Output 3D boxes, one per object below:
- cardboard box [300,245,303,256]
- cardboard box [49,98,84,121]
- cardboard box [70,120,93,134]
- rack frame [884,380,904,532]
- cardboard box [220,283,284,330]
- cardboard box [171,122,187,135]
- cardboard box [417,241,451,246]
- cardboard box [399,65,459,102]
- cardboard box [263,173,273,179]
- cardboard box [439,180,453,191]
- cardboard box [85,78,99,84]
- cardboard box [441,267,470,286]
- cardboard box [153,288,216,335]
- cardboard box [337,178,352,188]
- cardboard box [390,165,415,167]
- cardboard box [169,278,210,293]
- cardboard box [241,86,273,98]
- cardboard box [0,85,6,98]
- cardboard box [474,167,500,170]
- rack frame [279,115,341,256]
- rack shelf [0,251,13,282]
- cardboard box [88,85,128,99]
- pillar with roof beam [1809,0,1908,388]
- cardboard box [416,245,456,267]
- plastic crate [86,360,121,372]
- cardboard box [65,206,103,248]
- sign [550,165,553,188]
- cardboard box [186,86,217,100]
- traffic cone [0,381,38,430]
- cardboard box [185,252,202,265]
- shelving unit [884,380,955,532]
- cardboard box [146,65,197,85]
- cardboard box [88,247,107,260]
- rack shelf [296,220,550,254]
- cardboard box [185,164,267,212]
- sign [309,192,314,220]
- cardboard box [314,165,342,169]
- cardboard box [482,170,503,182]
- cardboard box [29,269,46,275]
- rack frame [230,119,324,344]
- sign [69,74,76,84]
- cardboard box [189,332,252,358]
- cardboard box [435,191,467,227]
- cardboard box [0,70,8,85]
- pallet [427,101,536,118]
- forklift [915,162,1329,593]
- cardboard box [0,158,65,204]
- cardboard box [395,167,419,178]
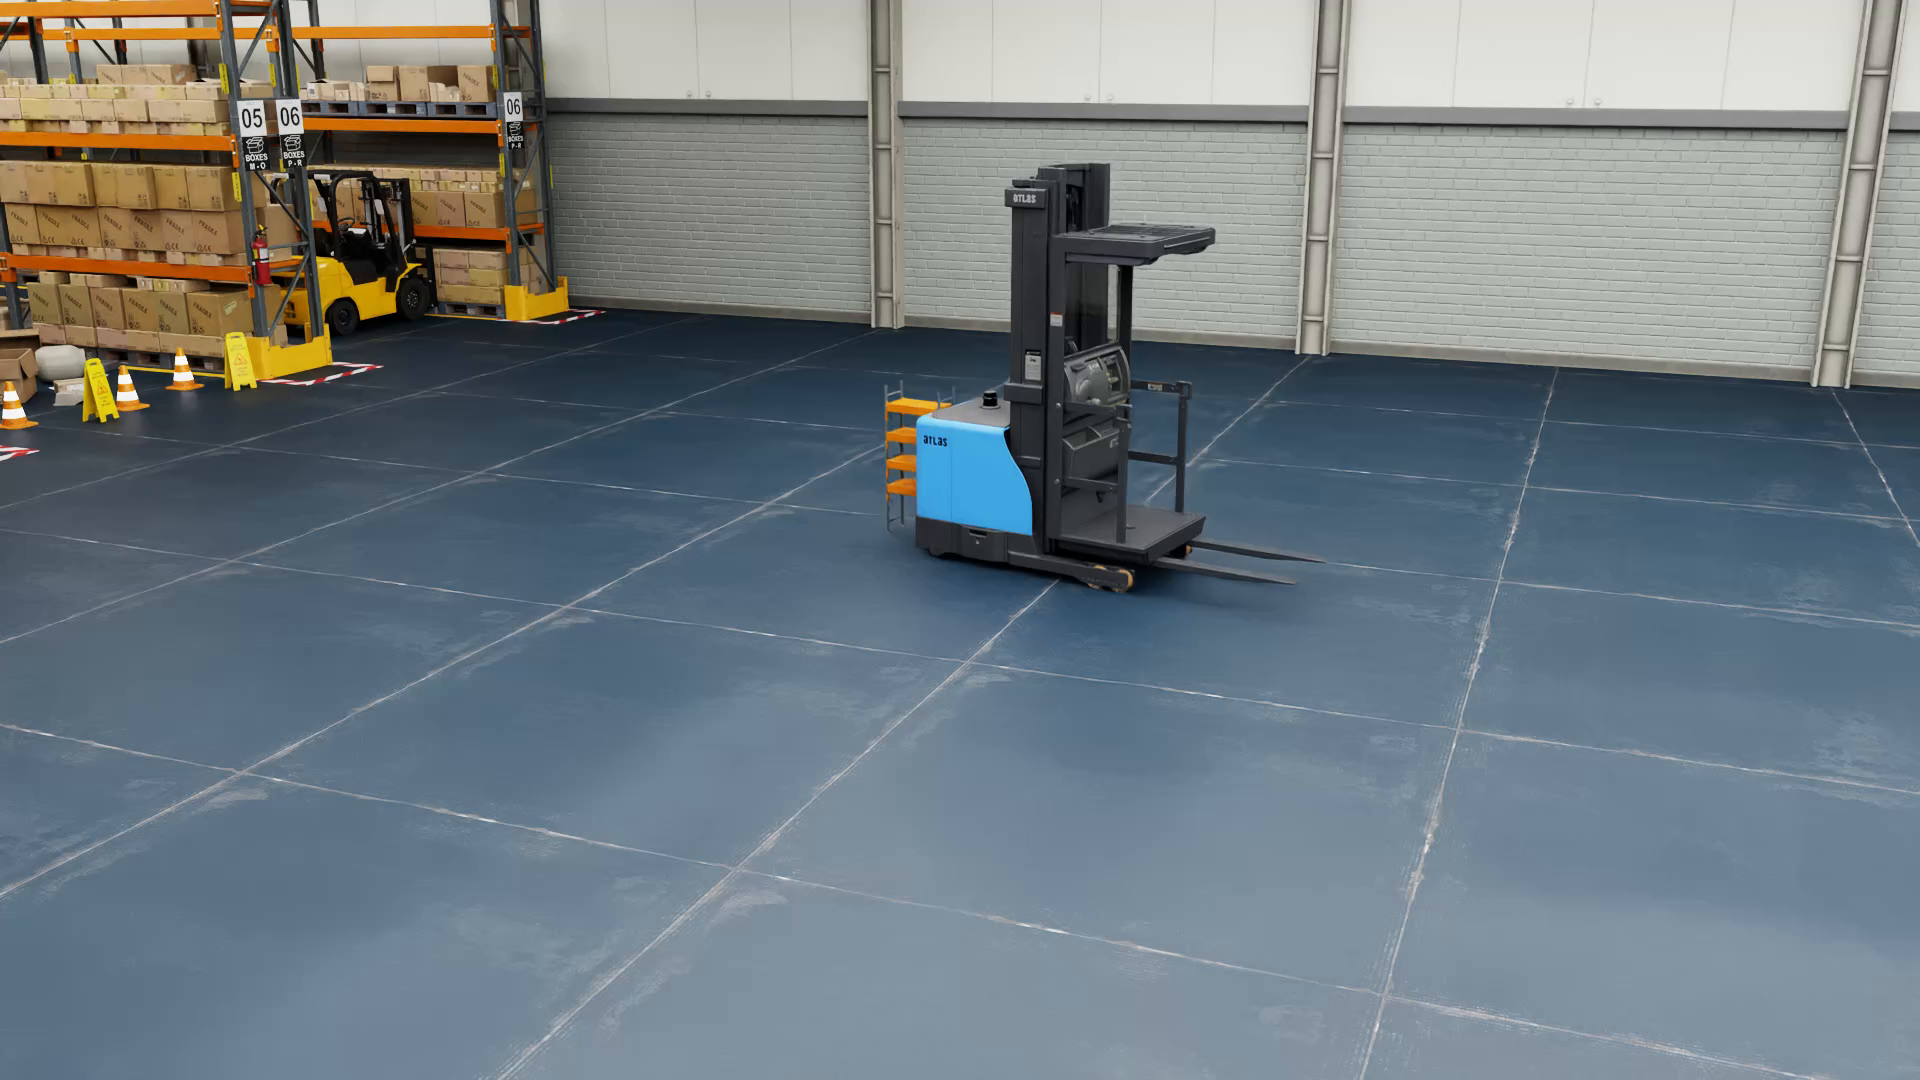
[{"bbox_3d":[-10.495,-4.306,26.133,0.625,0.625,0.875,7,18,23],"label":"cardboard box"},{"bbox_3d":[-10.570,-5.197,20.051,0.500,0.250,0.500,6,17,21],"label":"cardboard box"},{"bbox_3d":[-10.456,-4.977,20.006,0.250,0.149,0.380,6,17,20],"label":"cardboard box"},{"bbox_3d":[-0.526,-0.669,13.327,0.015,1.200,0.240,9,19,30],"label":"rack frame"},{"bbox_3d":[-8.774,-2.896,20.601,0.500,0.500,0.500,6,17,19],"label":"cardboard box"},{"bbox_3d":[-9.015,-4.834,19.517,0.250,0.149,0.380,7,18,22],"label":"cardboard box"},{"bbox_3d":[-8.064,-4.403,25.346,0.500,0.250,0.500,6,17,20],"label":"cardboard box"},{"bbox_3d":[-7.702,-6.636,24.161,0.500,0.500,0.700,6,17,21],"label":"cardboard box"},{"bbox_3d":[-10.652,-5.553,25.579,0.250,0.149,0.380,6,17,20],"label":"cardboard box"},{"bbox_3d":[-7.404,-5.197,24.352,0.250,0.149,0.380,6,17,20],"label":"cardboard box"},{"bbox_3d":[-13.968,-7.416,26.979,0.250,0.149,0.380,6,17,19],"label":"cardboard box"},{"bbox_3d":[-7.315,-3.930,24.611,0.500,0.250,0.500,6,17,20],"label":"cardboard box"},{"bbox_3d":[-9.430,-2.806,20.292,0.500,0.500,0.500,7,18,23],"label":"cardboard box"},{"bbox_3d":[-9.109,-5.363,24.925,0.250,0.149,0.380,7,17,22],"label":"cardboard box"},{"bbox_3d":[-8.418,-5.603,25.218,0.250,0.149,0.380,6,17,20],"label":"cardboard box"},{"bbox_3d":[-9.309,-3.085,20.090,0.250,0.149,0.380,7,18,22],"label":"cardboard box"},{"bbox_3d":[-8.358,-5.290,19.655,0.250,0.149,0.380,6,17,20],"label":"cardboard box"},{"bbox_3d":[-11.650,-5.493,20.354,0.250,0.149,0.380,6,17,20],"label":"cardboard box"},{"bbox_3d":[-7.000,-5.436,24.643,0.250,0.149,0.380,7,17,22],"label":"cardboard box"},{"bbox_3d":[-10.006,-5.195,25.687,0.127,3.000,1.000,6,17,21],"label":"rack frame"},{"bbox_3d":[-13.684,-3.766,22.056,4.000,0.370,1.077,6,17,21],"label":"rack shelf"},{"bbox_3d":[-10.174,-5.355,19.880,0.250,0.149,0.380,7,17,22],"label":"cardboard box"},{"bbox_3d":[8.563,-5.014,14.303,0.400,9.000,9.100,6,17,21],"label":"pillar with roof beam"},{"bbox_3d":[-7.778,-4.213,24.690,0.500,0.250,0.500,7,17,21],"label":"cardboard box"},{"bbox_3d":[-10.664,-2.131,20.372,0.583,0.080,0.402,0,16,1],"label":"plastic crate"},{"bbox_3d":[-10.579,-3.880,20.447,0.500,0.500,0.500,6,17,20],"label":"cardboard box"},{"bbox_3d":[-6.075,-5.383,24.639,0.005,0.325,0.100,6,17,21],"label":"sign"},{"bbox_3d":[-8.751,-5.195,19.328,0.250,0.149,0.380,7,17,22],"label":"cardboard box"},{"bbox_3d":[-9.798,-1.408,17.193,0.334,0.463,0.336,6,17,21],"label":"traffic cone"},{"bbox_3d":[-9.036,-3.389,19.917,0.250,0.149,0.380,6,17,20],"label":"cardboard box"},{"bbox_3d":[-0.316,-0.634,13.207,0.503,1.200,0.258,9,19,30],"label":"shelving unit"},{"bbox_3d":[-12.195,-7.101,25.760,0.500,0.500,0.500,7,17,22],"label":"cardboard box"},{"bbox_3d":[-10.461,-3.538,20.429,0.250,0.149,0.380,6,17,21],"label":"cardboard box"},{"bbox_3d":[-8.145,-4.645,25.082,4.000,0.370,1.077,6,17,21],"label":"rack shelf"},{"bbox_3d":[-8.658,-4.164,19.632,0.500,0.500,0.700,6,17,19],"label":"cardboard box"},{"bbox_3d":[-7.903,-4.054,20.206,0.005,0.325,0.100,6,17,21],"label":"sign"},{"bbox_3d":[-9.535,-5.589,25.168,0.250,0.149,0.380,7,17,21],"label":"cardboard box"},{"bbox_3d":[-6.695,-5.270,24.069,0.250,0.149,0.380,6,17,21],"label":"cardboard box"},{"bbox_3d":[-15.148,-4.699,27.711,0.500,0.500,0.500,7,18,23],"label":"cardboard box"},{"bbox_3d":[-8.102,-3.498,19.842,0.127,3.000,1.000,6,17,21],"label":"rack frame"},{"bbox_3d":[-13.928,-7.152,26.122,0.005,0.325,0.100,6,17,21],"label":"sign"},{"bbox_3d":[-8.975,-2.394,20.219,0.500,0.250,0.500,6,17,20],"label":"cardboard box"},{"bbox_3d":[-7.318,-4.871,24.393,0.500,0.500,0.500,7,18,22],"label":"cardboard box"},{"bbox_3d":[-12.687,-5.929,21.456,0.500,0.250,0.500,6,17,19],"label":"cardboard box"},{"bbox_3d":[-6.933,-6.263,24.144,1.213,0.211,1.003,6,17,21],"label":"pallet"},{"bbox_3d":[1.178,-1.198,12.043,3.031,2.935,1.130,10,19,31],"label":"forklift"},{"bbox_3d":[-11.494,-4.477,20.707,0.500,0.500,0.700,6,17,20],"label":"cardboard box"},{"bbox_3d":[-8.124,-5.425,24.605,0.250,0.149,0.380,7,17,21],"label":"cardboard box"}]
